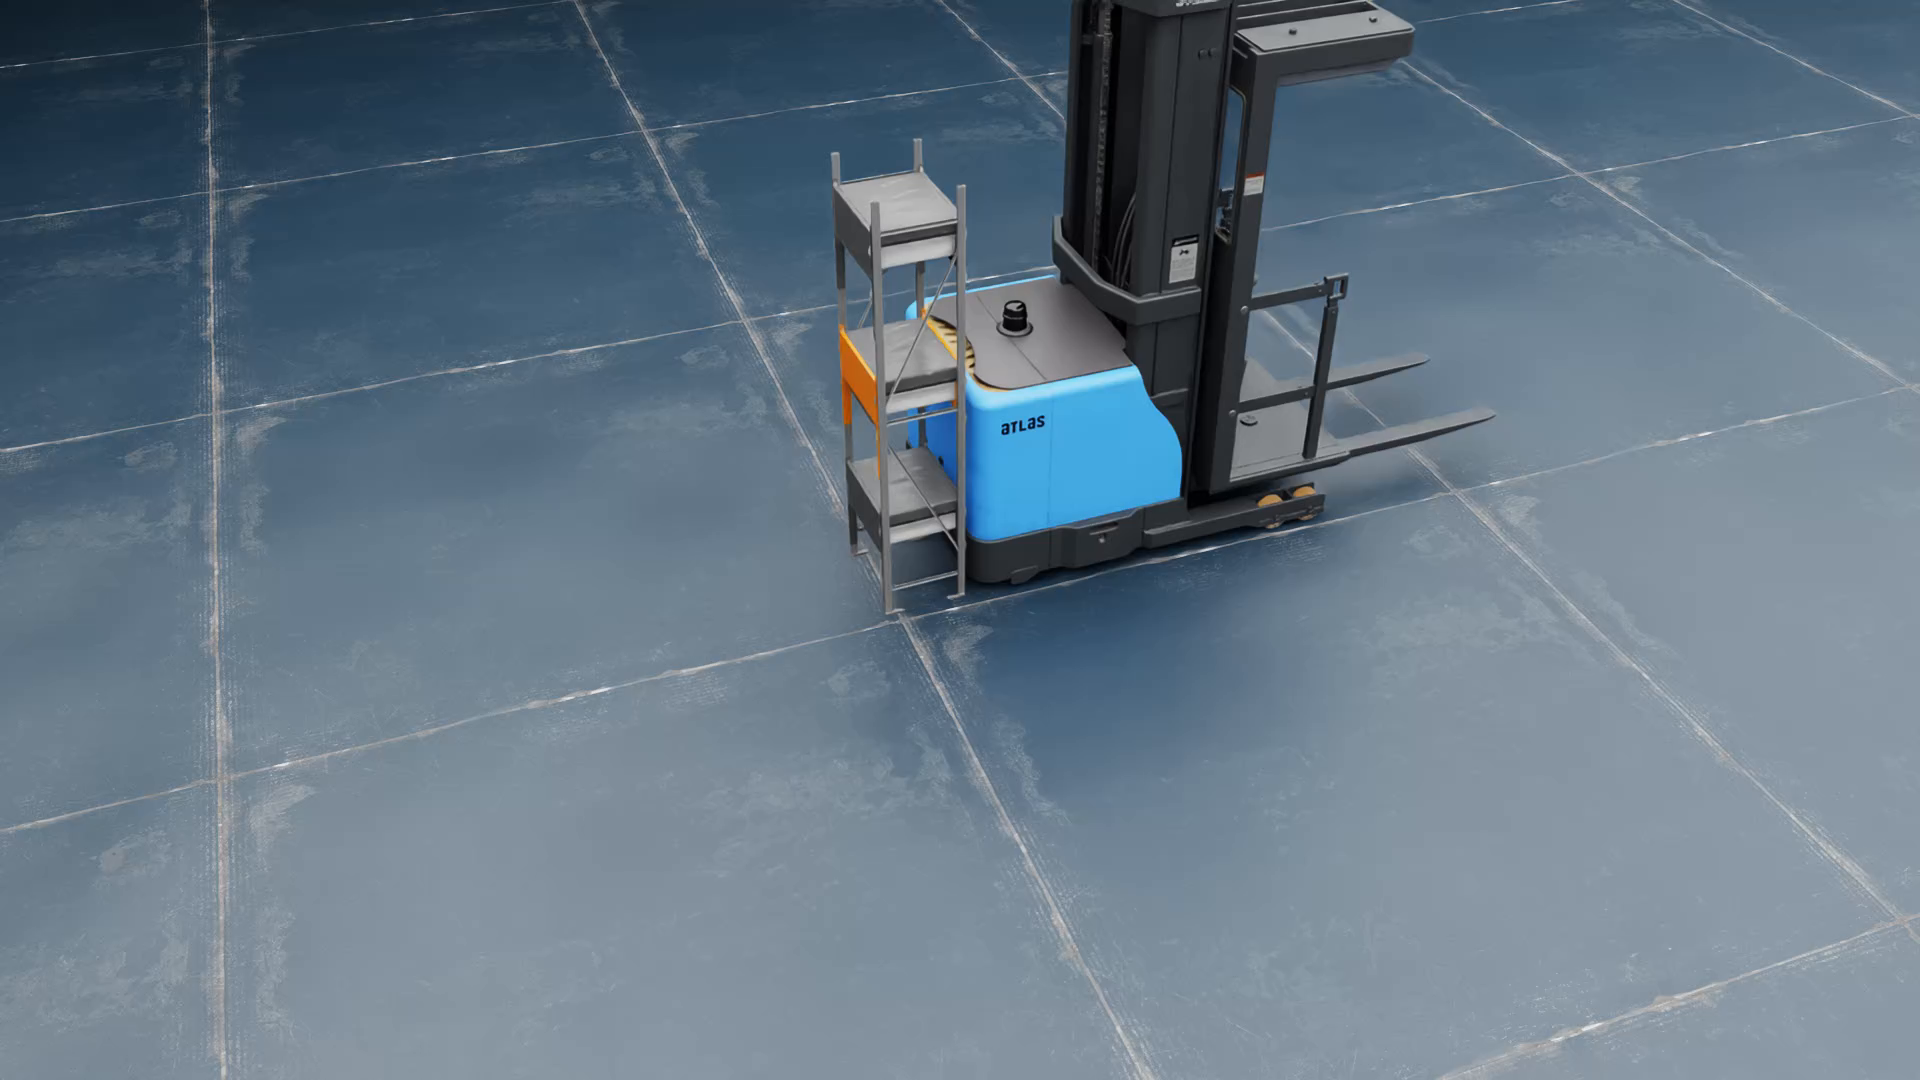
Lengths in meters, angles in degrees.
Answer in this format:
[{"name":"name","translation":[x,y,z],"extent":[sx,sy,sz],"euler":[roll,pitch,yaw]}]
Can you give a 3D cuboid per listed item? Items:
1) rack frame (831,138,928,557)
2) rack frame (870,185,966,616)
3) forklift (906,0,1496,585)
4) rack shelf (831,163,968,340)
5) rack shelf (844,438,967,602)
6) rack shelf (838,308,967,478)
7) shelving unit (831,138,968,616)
[{"name":"rack frame","translation":[-0.348,-0.805,7.573],"extent":[0.400,2.100,0.015],"euler":[-14,39,-17]},{"name":"rack frame","translation":[-0.165,-0.533,7.212],"extent":[0.400,2.100,0.015],"euler":[-14,39,-17]},{"name":"forklift","translation":[1.295,-1.513,7.822],"extent":[3.031,2.935,1.130],"euler":[-13,39,-17]},{"name":"rack shelf","translation":[-0.256,-1.217,6.980],"extent":[0.431,0.518,0.480],"euler":[-14,39,-17]},{"name":"rack shelf","translation":[-0.256,-0.099,7.822],"extent":[0.431,0.518,0.480],"euler":[-14,39,-17]},{"name":"rack shelf","translation":[-0.256,-0.658,7.401],"extent":[0.431,0.518,0.480],"euler":[-14,39,-17]},{"name":"shelving unit","translation":[-0.256,-0.669,7.393],"extent":[0.431,2.100,0.503],"euler":[-14,39,-17]}]
